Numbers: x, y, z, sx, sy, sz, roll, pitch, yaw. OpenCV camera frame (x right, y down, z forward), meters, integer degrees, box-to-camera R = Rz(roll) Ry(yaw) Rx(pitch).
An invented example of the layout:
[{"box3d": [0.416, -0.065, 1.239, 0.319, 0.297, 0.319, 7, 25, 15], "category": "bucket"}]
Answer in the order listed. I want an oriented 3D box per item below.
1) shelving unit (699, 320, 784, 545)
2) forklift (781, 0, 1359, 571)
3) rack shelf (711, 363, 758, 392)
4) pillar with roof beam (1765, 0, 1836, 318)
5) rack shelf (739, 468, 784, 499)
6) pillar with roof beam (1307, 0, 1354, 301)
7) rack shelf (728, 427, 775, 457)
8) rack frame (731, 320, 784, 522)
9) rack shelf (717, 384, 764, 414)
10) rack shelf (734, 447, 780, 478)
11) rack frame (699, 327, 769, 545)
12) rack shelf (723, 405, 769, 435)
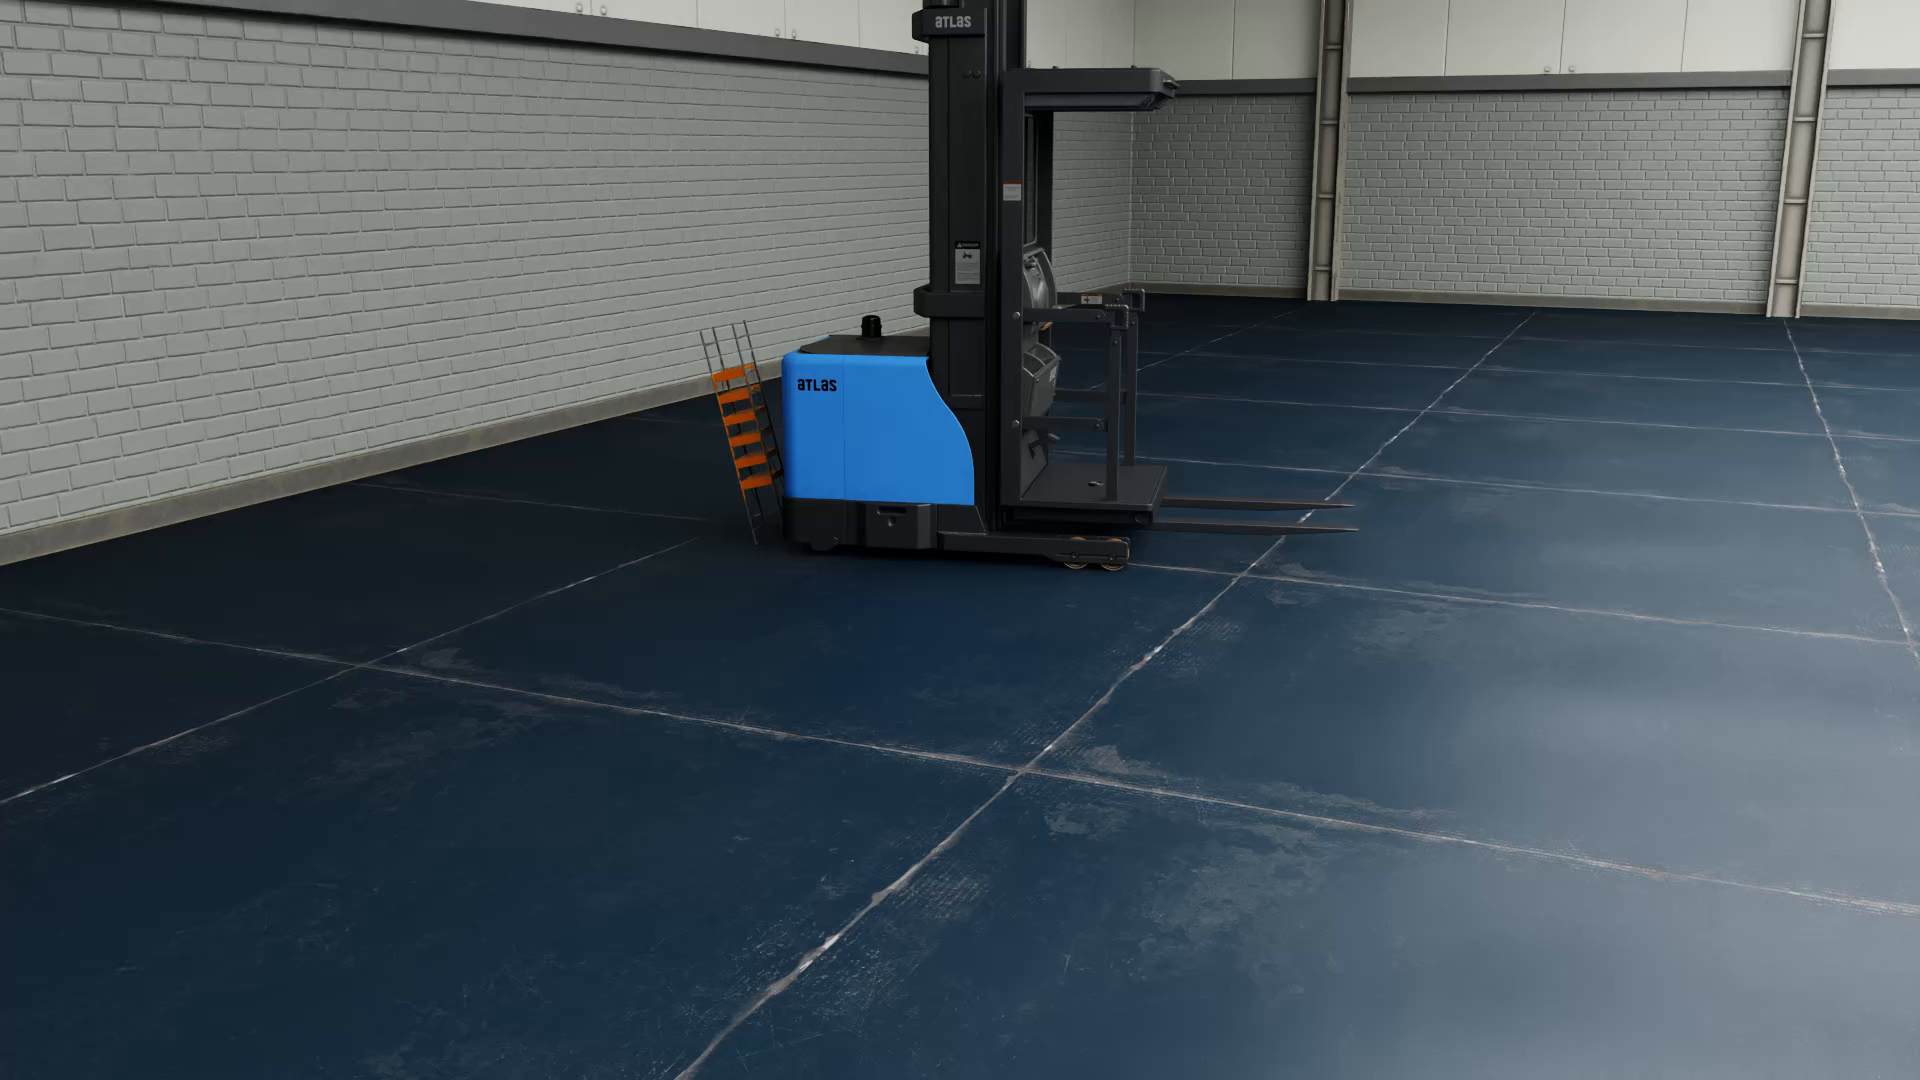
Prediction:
[{"box3d": [-1.148, -0.588, 9.105, 0.189, 1.200, 0.258, -11, 11, 12], "category": "shelving unit"}, {"box3d": [0.612, -1.400, 8.806, 3.031, 2.935, 1.130, 3, 13, 11], "category": "forklift"}, {"box3d": [-1.220, -0.889, 9.047, 0.180, 0.103, 0.258, -11, 11, 12], "category": "rack shelf"}, {"box3d": [8.990, -6.404, 16.847, 0.400, 9.000, 9.100, 6, 14, 23], "category": "pillar with roof beam"}, {"box3d": [-1.083, -0.316, 9.158, 0.180, 0.103, 0.258, -11, 11, 12], "category": "rack shelf"}, {"box3d": [3.505, -6.959, 19.213, 0.400, 9.000, 9.100, 6, 14, 23], "category": "pillar with roof beam"}, {"box3d": [-1.138, -0.545, 9.114, 0.180, 0.103, 0.258, -11, 11, 12], "category": "rack shelf"}, {"box3d": [-1.060, -0.605, 9.087, 0.006, 1.200, 0.240, -11, 11, 12], "category": "rack frame"}, {"box3d": [-1.192, -0.774, 9.069, 0.180, 0.103, 0.258, -11, 11, 12], "category": "rack shelf"}, {"box3d": [-1.110, -0.430, 9.136, 0.180, 0.103, 0.258, -11, 11, 12], "category": "rack shelf"}, {"box3d": [-1.236, -0.570, 9.124, 0.006, 1.200, 0.240, -11, 11, 12], "category": "rack frame"}, {"box3d": [-1.165, -0.660, 9.091, 0.180, 0.103, 0.258, -11, 11, 12], "category": "rack shelf"}]
